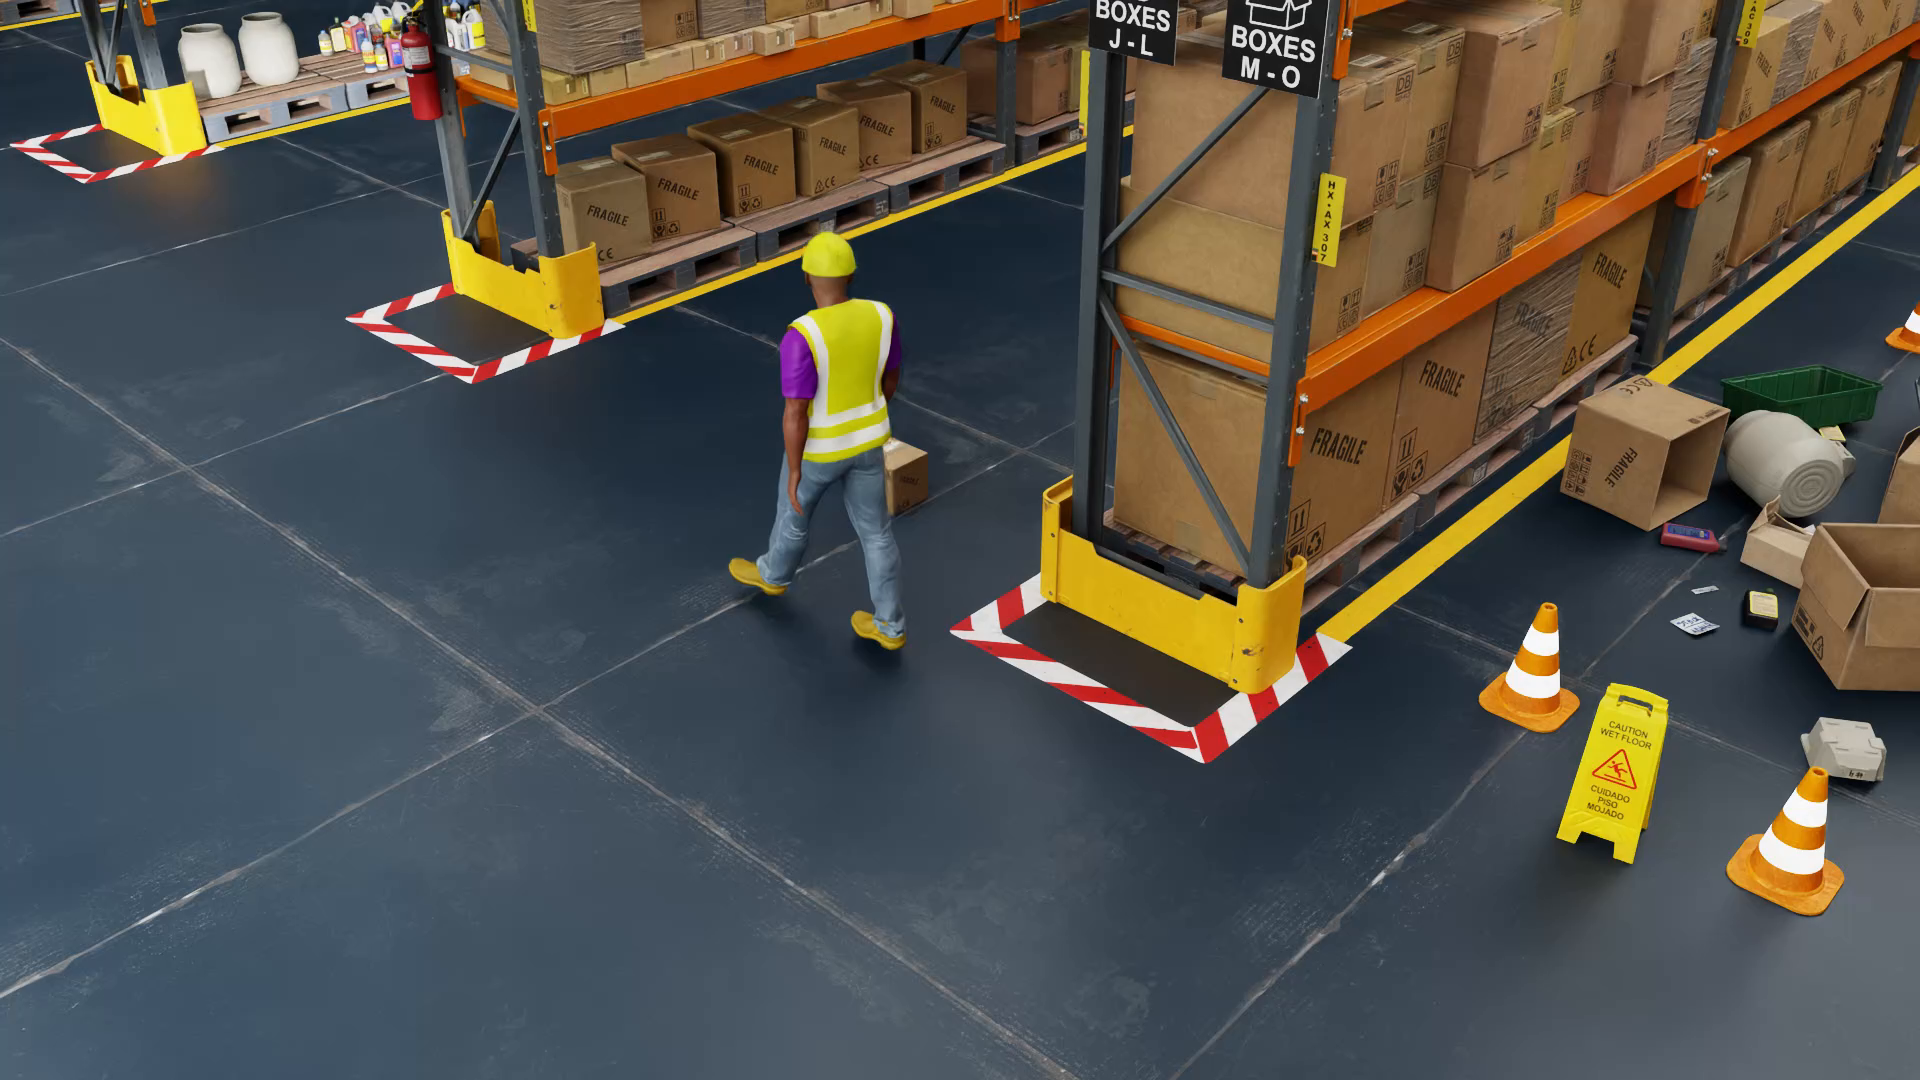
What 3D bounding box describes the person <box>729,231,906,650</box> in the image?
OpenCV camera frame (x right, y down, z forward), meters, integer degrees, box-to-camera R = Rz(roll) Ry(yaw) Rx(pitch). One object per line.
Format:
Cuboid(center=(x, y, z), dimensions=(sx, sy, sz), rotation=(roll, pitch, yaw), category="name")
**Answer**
Cuboid(center=(-0.542, -0.452, 6.824), dimensions=(0.627, 1.715, 0.953), rotation=(-19, 36, -28), category="person")
